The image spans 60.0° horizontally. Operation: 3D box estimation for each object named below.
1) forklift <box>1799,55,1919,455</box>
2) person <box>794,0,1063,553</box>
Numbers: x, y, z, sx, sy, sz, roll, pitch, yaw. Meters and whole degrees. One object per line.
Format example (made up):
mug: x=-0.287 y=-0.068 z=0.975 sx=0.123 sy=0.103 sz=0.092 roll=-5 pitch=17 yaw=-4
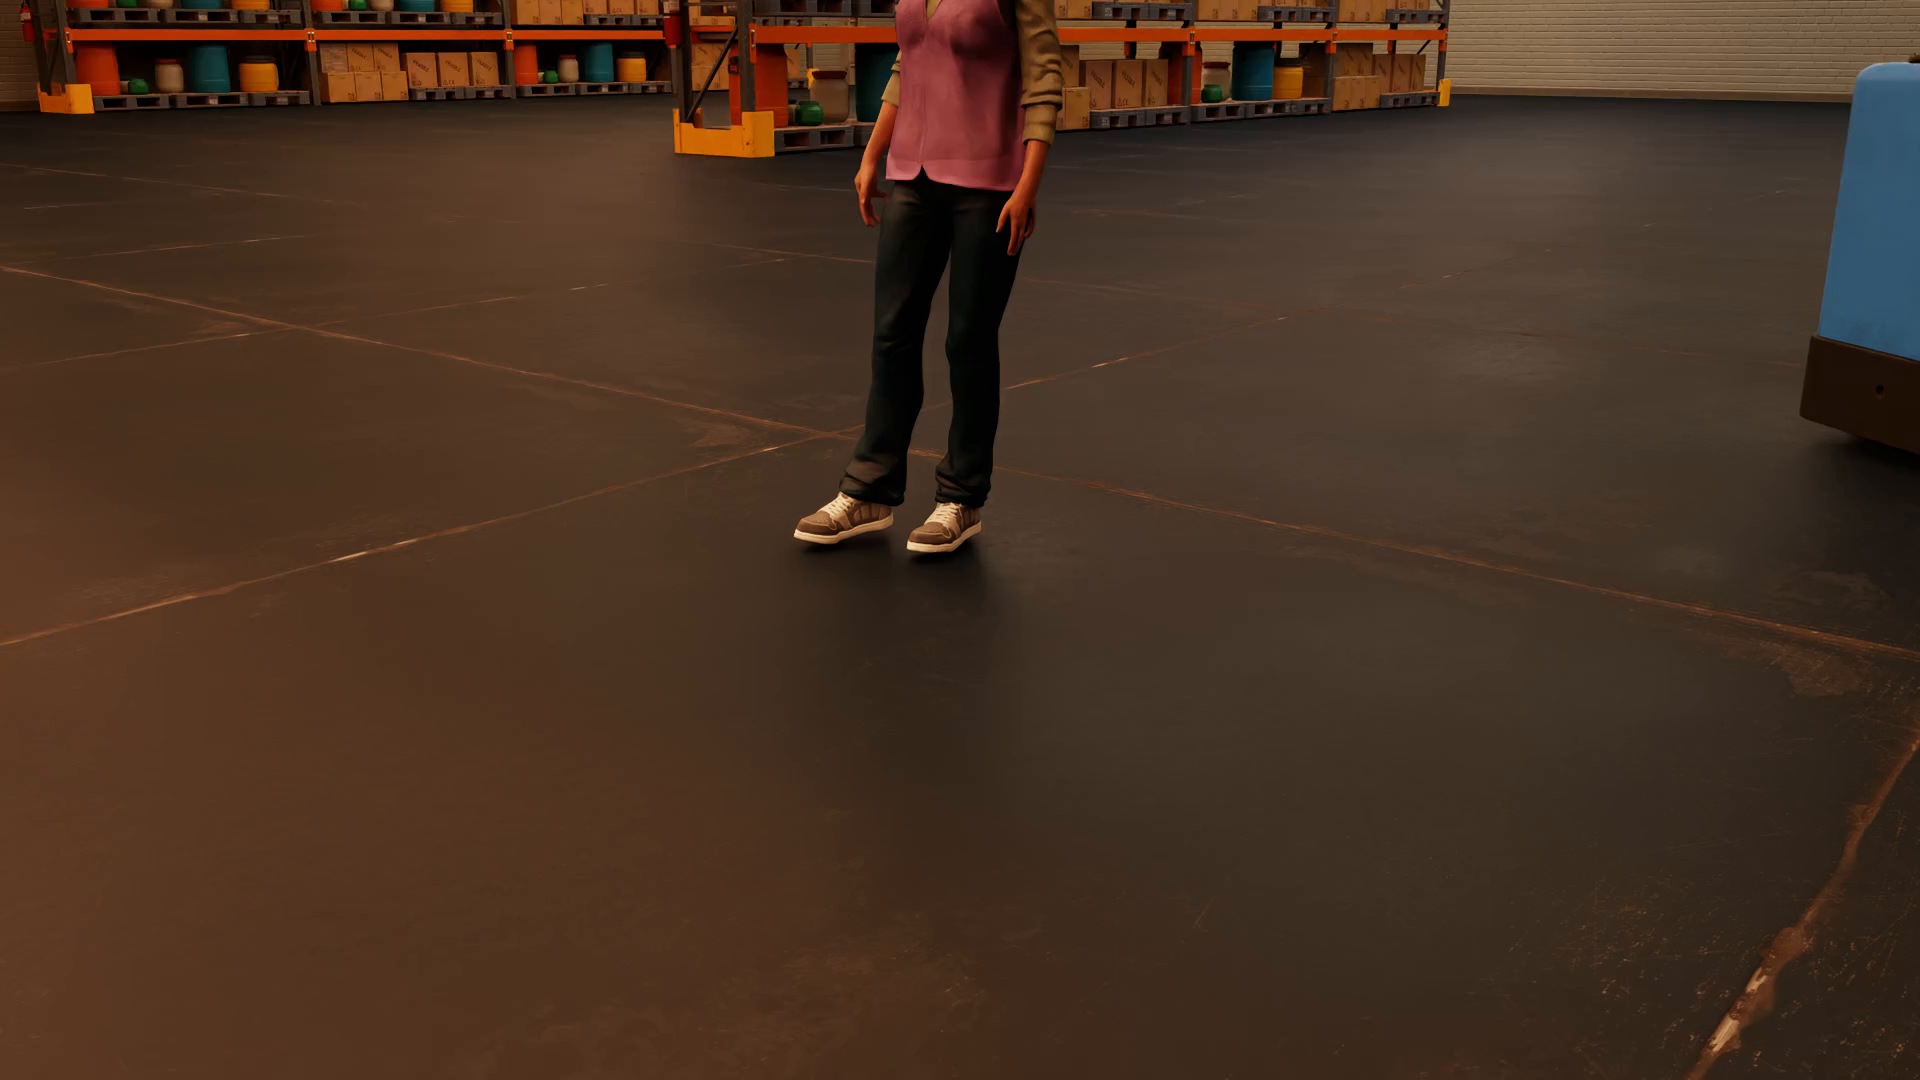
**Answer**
forklift: x=4.039 y=-1.652 z=4.339 sx=3.031 sy=2.935 sz=1.130 roll=-3 pitch=17 yaw=-11
person: x=-0.059 y=-0.757 z=3.661 sx=0.520 sy=1.599 sz=0.473 roll=13 pitch=21 yaw=37
